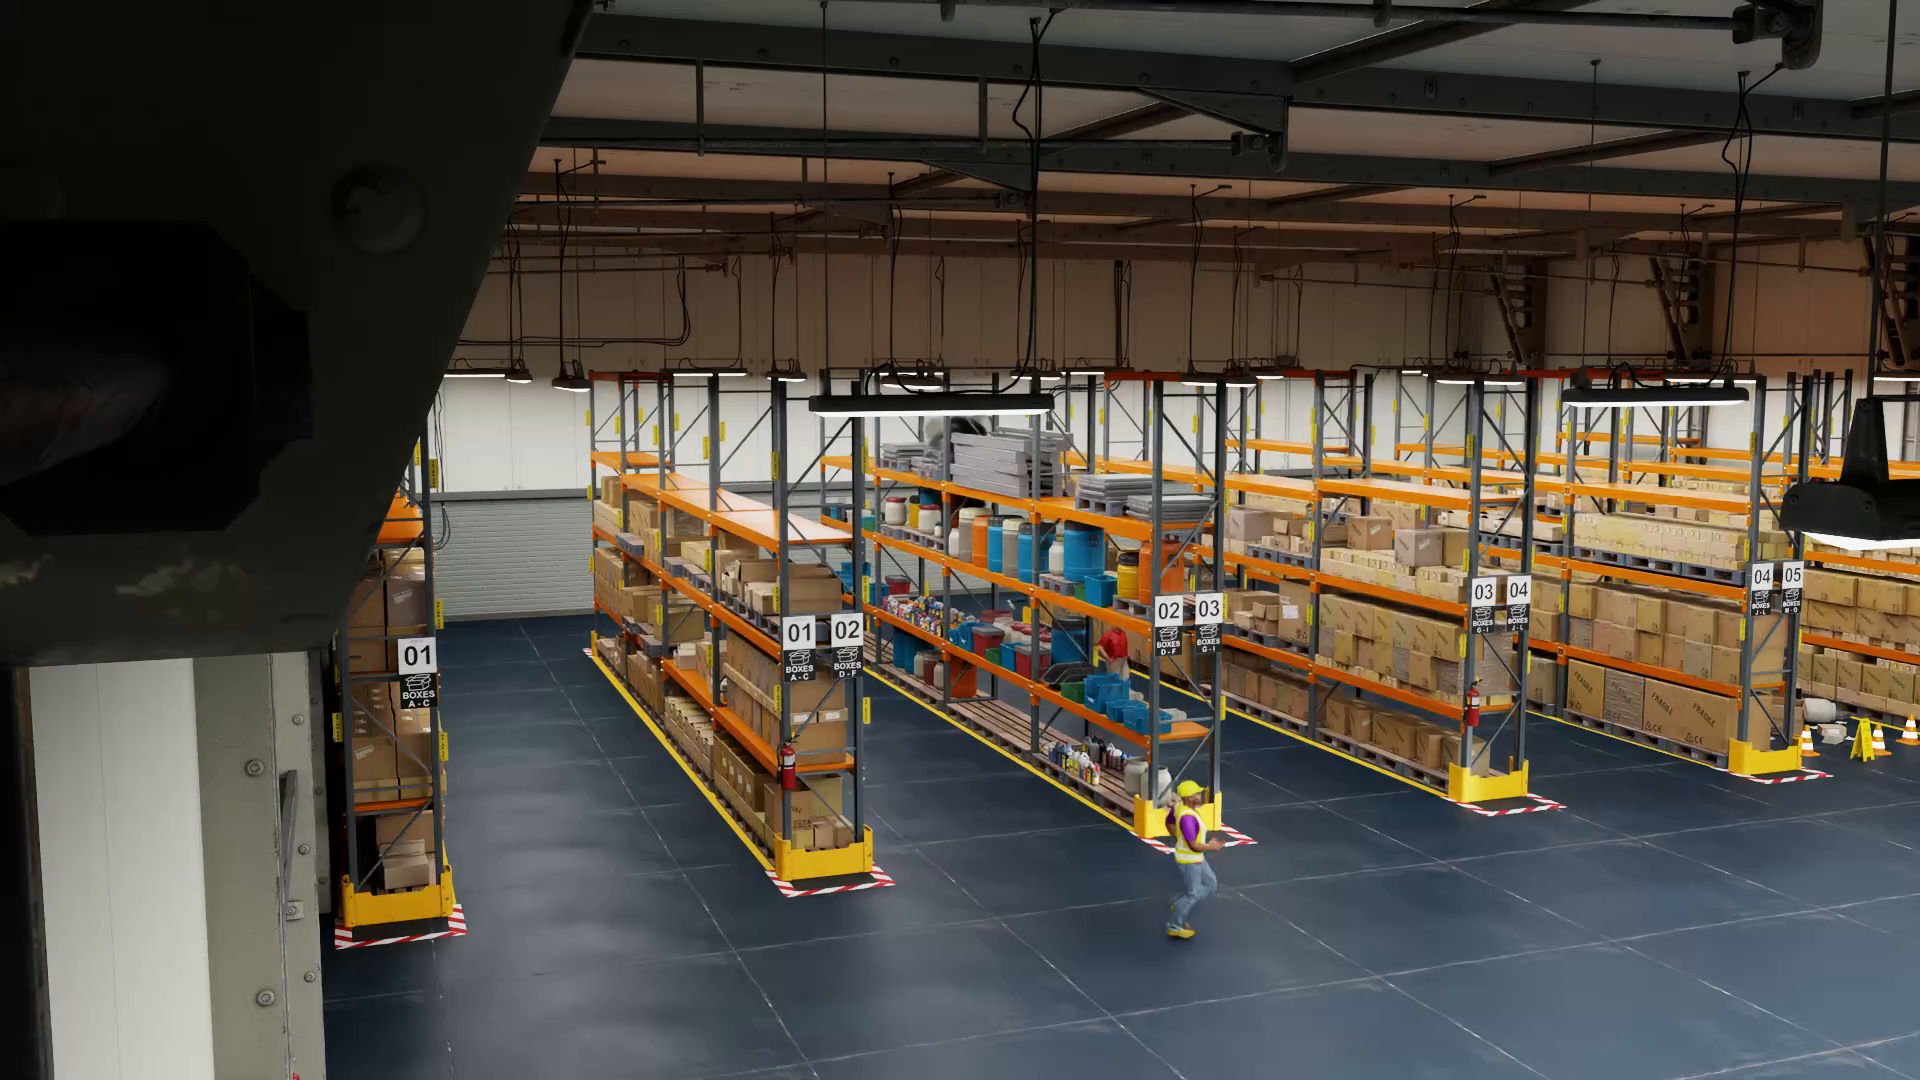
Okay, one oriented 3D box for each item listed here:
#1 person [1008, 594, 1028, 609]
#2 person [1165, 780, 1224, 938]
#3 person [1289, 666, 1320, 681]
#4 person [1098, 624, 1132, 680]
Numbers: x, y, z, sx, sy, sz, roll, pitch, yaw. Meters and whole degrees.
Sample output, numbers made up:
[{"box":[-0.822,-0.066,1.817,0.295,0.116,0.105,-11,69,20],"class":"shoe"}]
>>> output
[{"box":[1.641,1.094,40.109,0.983,1.584,0.518,1,7,12],"class":"person"},{"box":[2.542,3.451,18.040,0.623,1.725,0.685,0,6,4],"class":"person"},{"box":[6.676,1.965,31.675,0.624,1.707,0.913,-2,7,-20],"class":"person"},{"box":[2.768,2.194,29.699,0.669,1.690,0.644,-4,8,-35],"class":"person"}]
